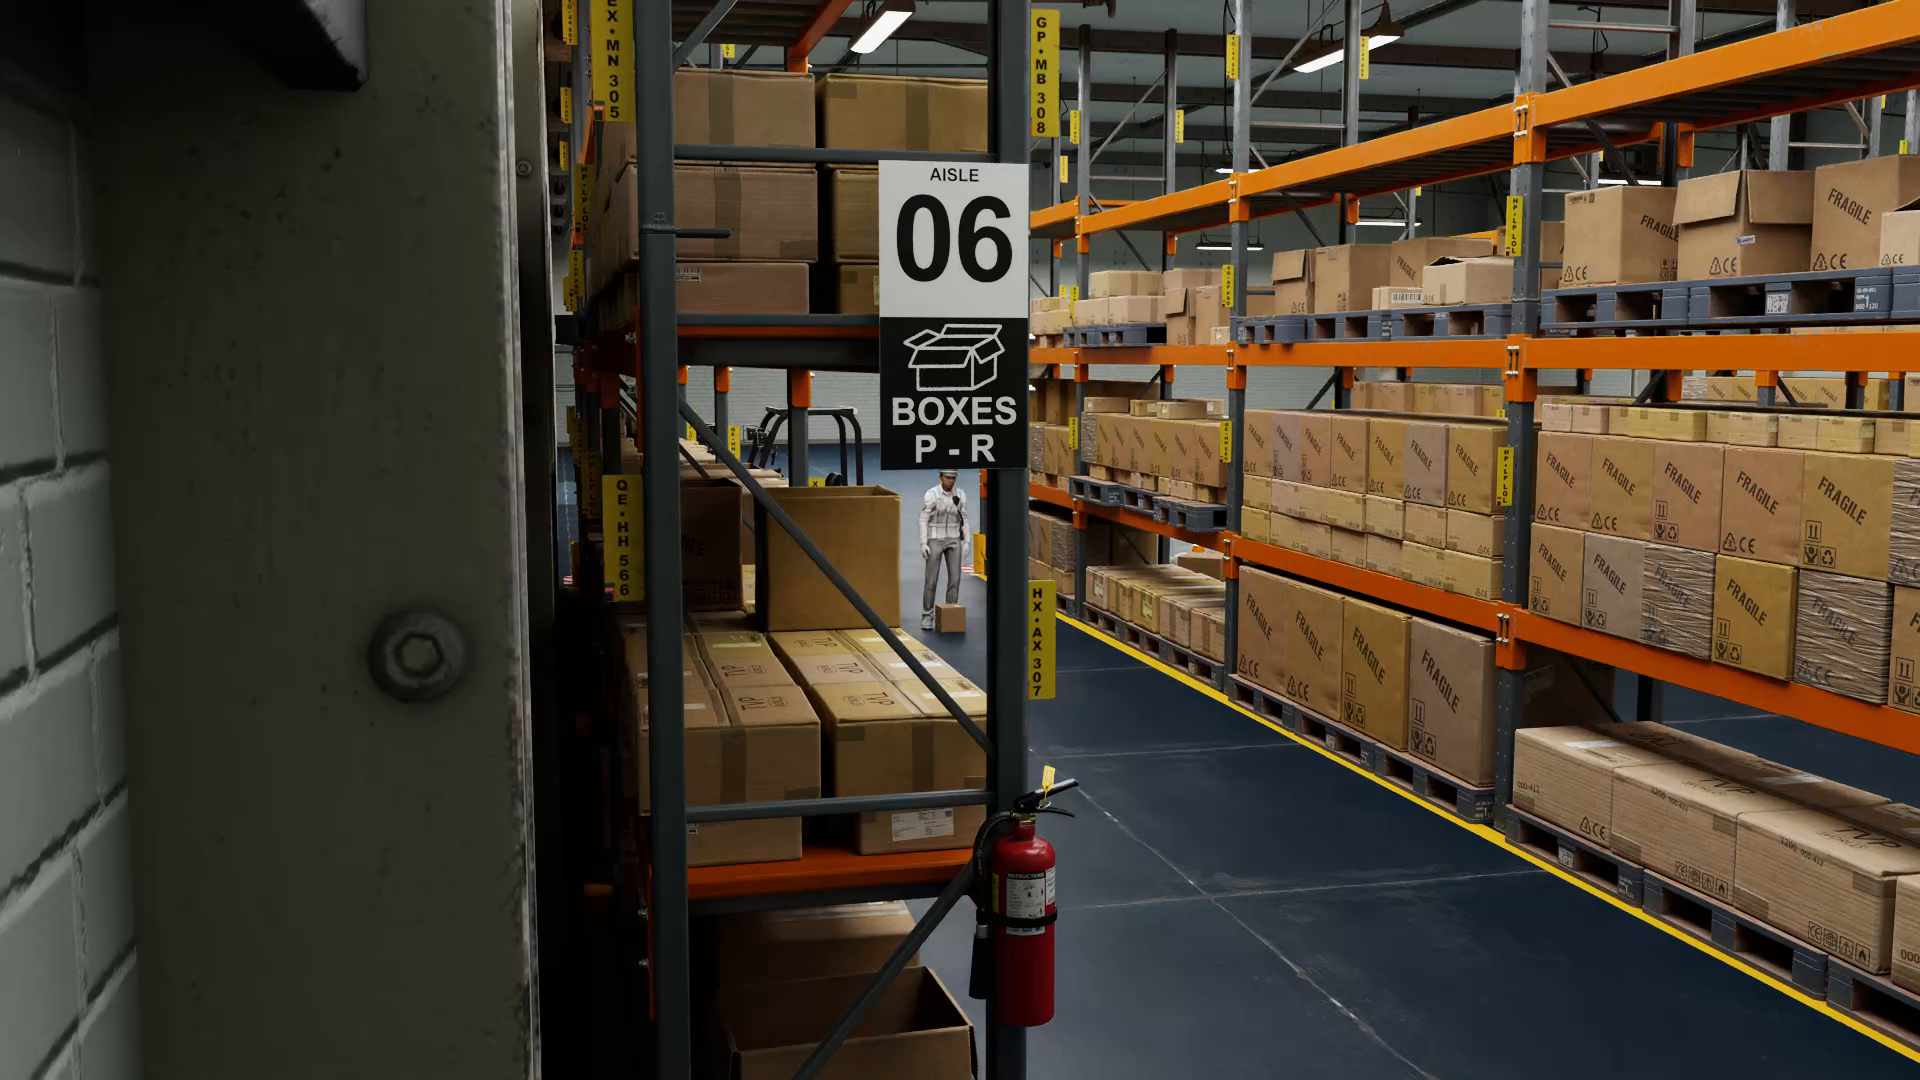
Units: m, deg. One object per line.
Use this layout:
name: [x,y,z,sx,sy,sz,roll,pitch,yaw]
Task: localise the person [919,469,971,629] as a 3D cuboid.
person: [-0.147,0.049,16.697,0.547,1.667,0.408,-2,7,-17]
